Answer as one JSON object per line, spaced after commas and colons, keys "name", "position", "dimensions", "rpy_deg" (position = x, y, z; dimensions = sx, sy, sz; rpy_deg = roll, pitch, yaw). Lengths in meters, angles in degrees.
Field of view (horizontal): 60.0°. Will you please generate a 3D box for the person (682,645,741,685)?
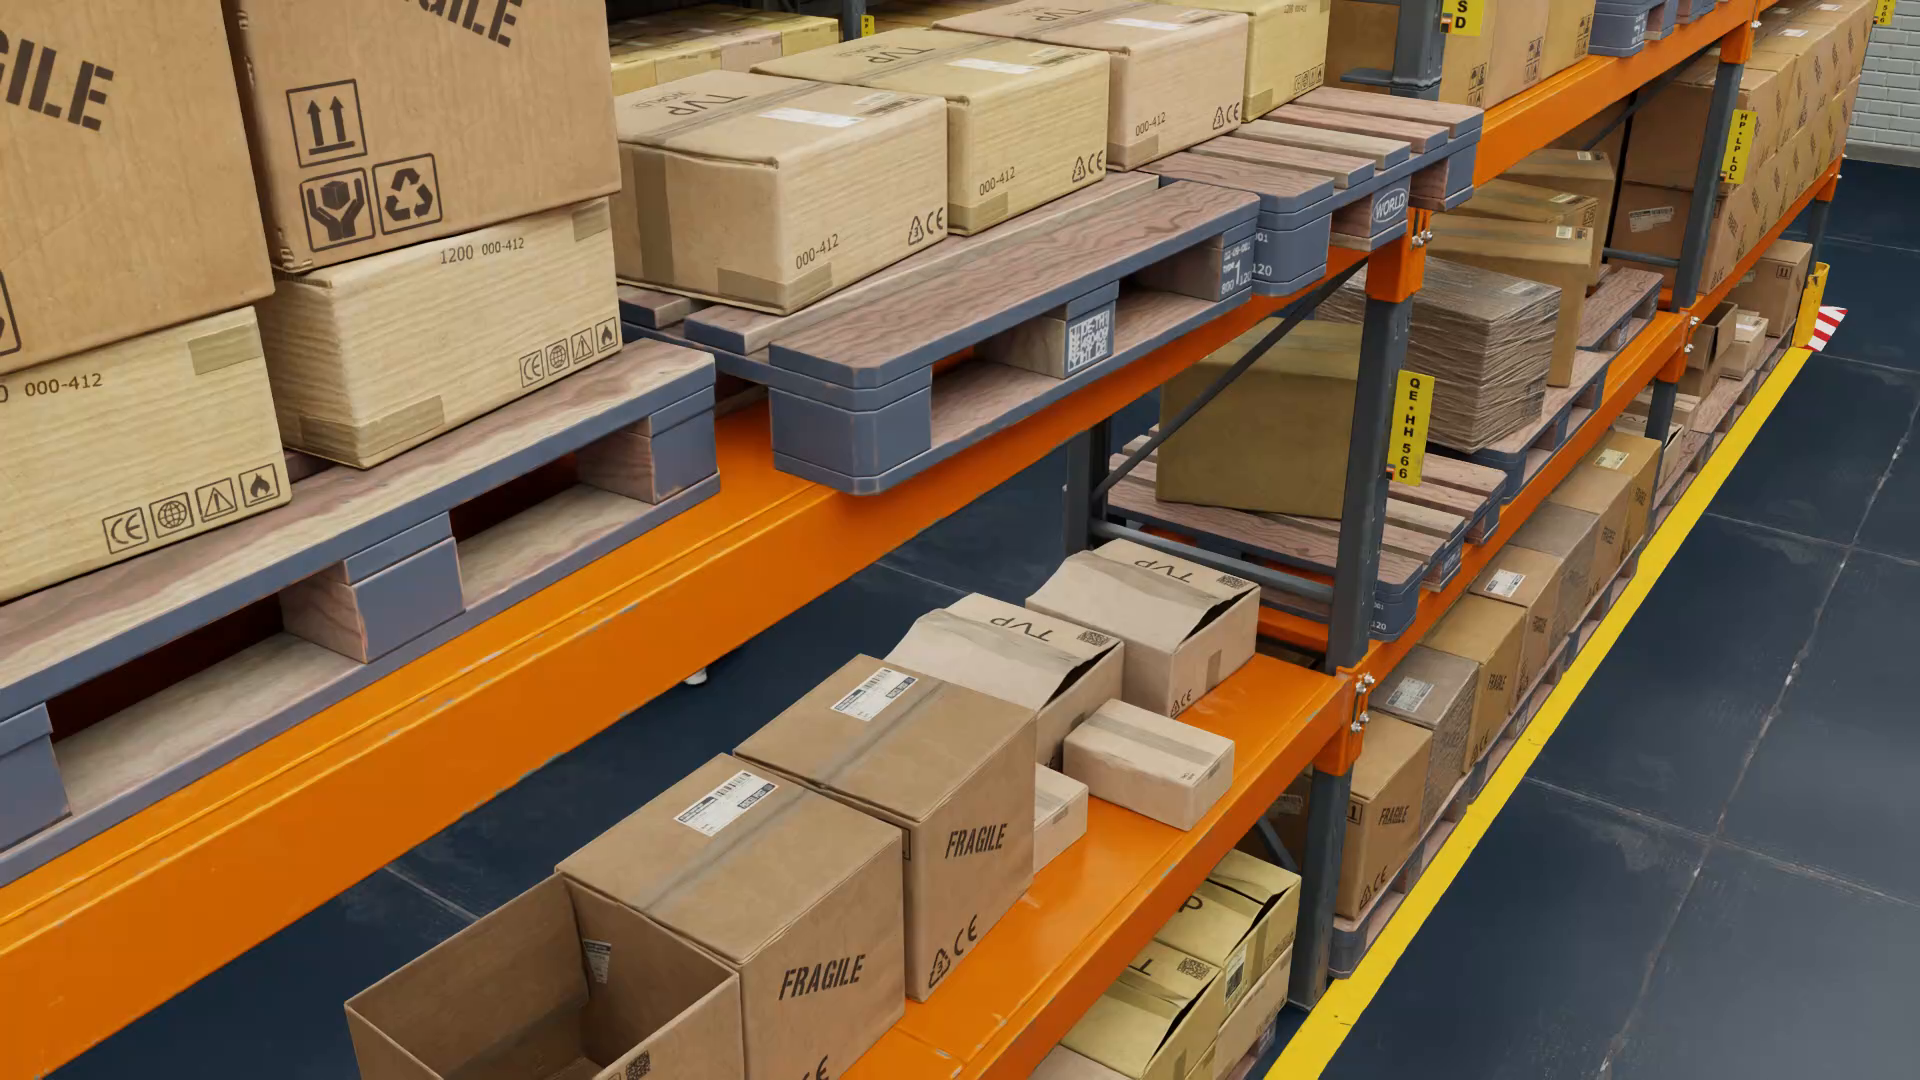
{"name": "person", "position": [-1.174, -0.293, 7.195], "dimensions": [0.655, 1.774, 0.656], "rpy_deg": [-7, 27, -13]}
